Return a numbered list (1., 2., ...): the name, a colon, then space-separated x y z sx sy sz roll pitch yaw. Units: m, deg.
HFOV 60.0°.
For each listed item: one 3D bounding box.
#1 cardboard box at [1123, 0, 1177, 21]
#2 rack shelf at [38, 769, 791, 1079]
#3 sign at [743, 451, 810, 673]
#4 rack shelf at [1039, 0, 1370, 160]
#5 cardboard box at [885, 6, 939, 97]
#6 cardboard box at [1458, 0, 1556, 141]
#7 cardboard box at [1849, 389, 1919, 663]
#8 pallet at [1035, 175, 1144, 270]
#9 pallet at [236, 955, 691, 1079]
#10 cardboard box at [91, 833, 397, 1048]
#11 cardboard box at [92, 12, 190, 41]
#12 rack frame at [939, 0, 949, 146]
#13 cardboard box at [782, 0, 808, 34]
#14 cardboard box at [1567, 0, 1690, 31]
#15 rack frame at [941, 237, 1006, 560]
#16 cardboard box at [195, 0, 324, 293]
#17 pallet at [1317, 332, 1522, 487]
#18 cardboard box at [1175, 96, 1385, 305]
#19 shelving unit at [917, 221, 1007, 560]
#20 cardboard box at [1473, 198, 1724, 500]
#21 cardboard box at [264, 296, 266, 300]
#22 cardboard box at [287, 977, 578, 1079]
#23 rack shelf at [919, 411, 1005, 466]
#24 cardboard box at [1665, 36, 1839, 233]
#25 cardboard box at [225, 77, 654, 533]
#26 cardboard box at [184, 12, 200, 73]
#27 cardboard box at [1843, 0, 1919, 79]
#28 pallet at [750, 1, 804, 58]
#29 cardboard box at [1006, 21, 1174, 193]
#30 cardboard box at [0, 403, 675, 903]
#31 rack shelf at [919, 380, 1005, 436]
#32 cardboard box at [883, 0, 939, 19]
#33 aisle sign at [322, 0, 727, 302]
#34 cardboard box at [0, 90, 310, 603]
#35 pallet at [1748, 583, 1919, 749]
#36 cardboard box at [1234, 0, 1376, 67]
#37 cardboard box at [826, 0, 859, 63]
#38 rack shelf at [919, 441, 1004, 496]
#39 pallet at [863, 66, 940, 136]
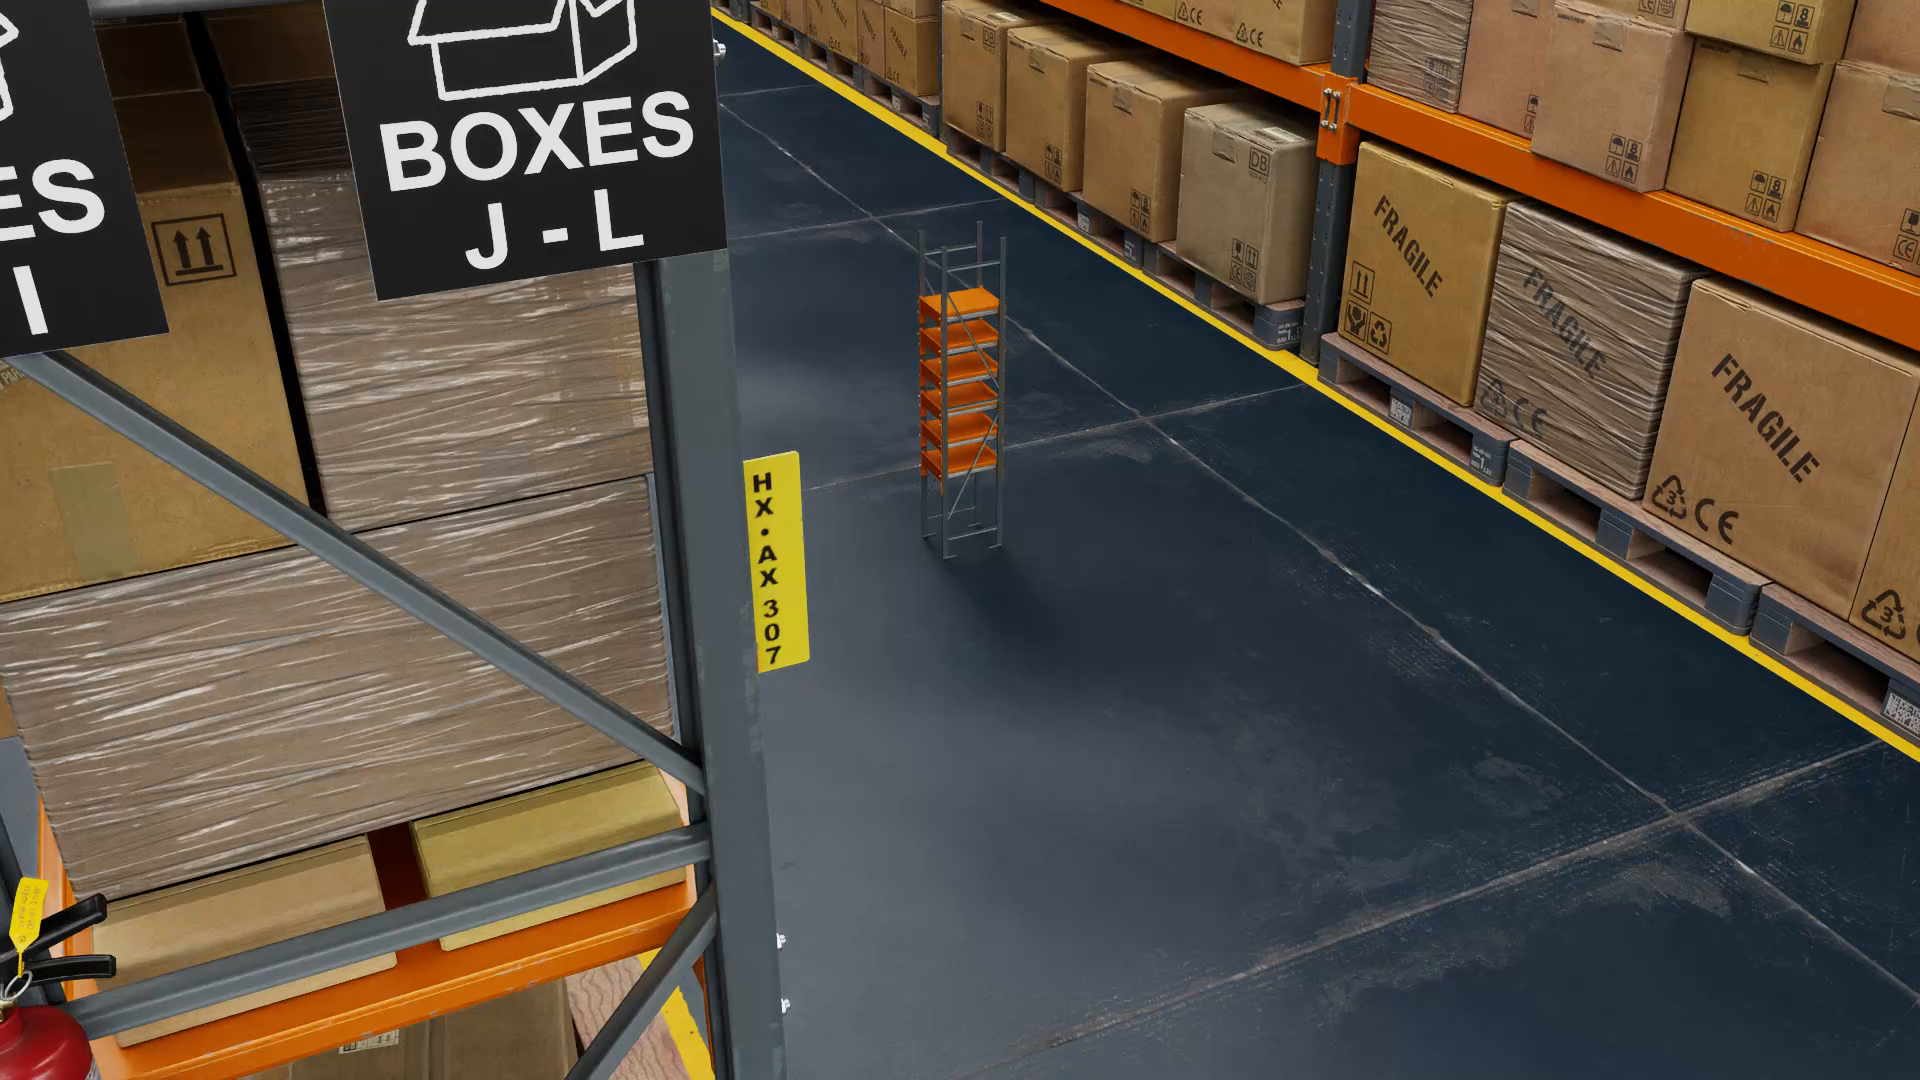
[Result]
1. cardboard box: 1.160 -2.900 8.253 0.500 0.500 0.500 -13 32 -21
2. rack shelf: -1.605 -0.042 3.994 1.077 0.370 4.000 -13 32 -22
3. sign: -0.257 0.036 2.234 0.100 0.325 0.005 -13 32 -22
4. rack shelf: 1.201 -2.806 8.922 1.077 0.370 4.000 -13 32 -22
5. cardboard box: -0.177 -3.332 11.251 0.500 0.500 0.500 -13 32 -22
6. cardboard box: 2.485 -1.903 6.423 0.875 0.550 0.550 -13 32 -22
7. cardboard box: 3.426 -0.011 4.946 0.875 0.875 0.875 -13 32 -22
8. pallet: 1.132 -1.884 9.395 1.003 0.211 1.213 -13 32 -22
9. pallet: -1.096 1.344 3.637 1.003 0.211 1.213 -13 32 -22
10. cardboard box: -1.056 0.555 2.451 0.380 0.149 0.250 -13 32 -22
11. cardboard box: -1.638 -0.714 3.028 0.500 0.500 0.500 -13 32 -22
12. rack frame: 0.342 -4.003 10.322 1.000 3.000 0.127 -13 32 -22
13. cardboard box: -1.069 -4.247 12.884 0.500 0.500 0.500 -12 31 -20
14. cardboard box: 2.635 -2.116 5.700 0.875 0.550 0.550 -13 32 -22
15. rack frame: 0.046 -0.477 5.873 0.240 1.200 0.006 -13 32 -22
16. cardboard box: -1.161 -0.825 3.226 0.500 0.500 0.500 -13 32 -22
17. pallet: 2.315 -0.667 7.224 1.003 0.211 1.213 -13 32 -22
18. cardboard box: 1.711 -1.693 8.074 1.050 0.750 0.750 -13 32 -22
19. shelving unit: 0.006 -0.517 5.945 0.258 1.200 0.189 -13 32 -22
20. cardboard box: 2.656 -0.803 6.357 0.875 0.875 0.875 -13 32 -22
21. cardboard box: -1.457 -0.320 3.347 0.875 0.500 0.500 -13 32 -22
22. cardboard box: -1.000 1.155 3.249 0.500 0.500 0.500 -7 30 -13
23. rack shelf: 0.006 -0.374 6.026 0.258 0.103 0.180 -13 32 -22
24. cardboard box: 2.928 -1.426 5.574 0.875 0.550 0.500 -13 32 -22
25. cardboard box: -0.737 -0.382 2.436 0.500 0.500 0.500 -13 32 -22
26. cardboard box: -1.593 -1.266 4.012 0.500 0.500 0.500 -13 32 -22
27. cardboard box: 3.215 -1.677 4.917 0.875 0.550 0.550 -13 32 -22
28. pallet: -1.040 -4.210 13.542 1.003 0.211 1.213 -13 32 -22
29. cardboard box: 0.900 -2.532 9.569 1.050 0.750 0.750 -13 32 -21
30. cardboard box: -0.958 0.106 2.588 0.875 0.500 0.500 -13 32 -22
31. rack shelf: 0.006 -0.478 5.967 0.258 0.103 0.180 -13 32 -22
32. cardboard box: -0.188 -3.670 11.088 0.500 0.250 0.500 -14 32 -23
33. aisle sign: -0.449 -0.642 1.670 0.394 0.787 0.004 -13 32 -22
34. cardboard box: -1.206 -0.273 2.241 0.500 0.500 0.500 -13 32 -22
35. pallet: 3.362 0.410 5.302 1.003 0.211 1.213 -13 32 -22
36. cardboard box: 1.594 -2.454 7.457 0.500 0.500 0.500 -13 32 -22
37. cardboard box: -0.638 -3.792 12.072 0.500 0.500 0.500 -15 32 -24
38. rack shelf: 0.006 -0.269 6.084 0.258 0.103 0.180 -13 32 -22
39. pallet: 0.008 -3.132 11.620 1.003 0.211 1.213 -13 32 -22
